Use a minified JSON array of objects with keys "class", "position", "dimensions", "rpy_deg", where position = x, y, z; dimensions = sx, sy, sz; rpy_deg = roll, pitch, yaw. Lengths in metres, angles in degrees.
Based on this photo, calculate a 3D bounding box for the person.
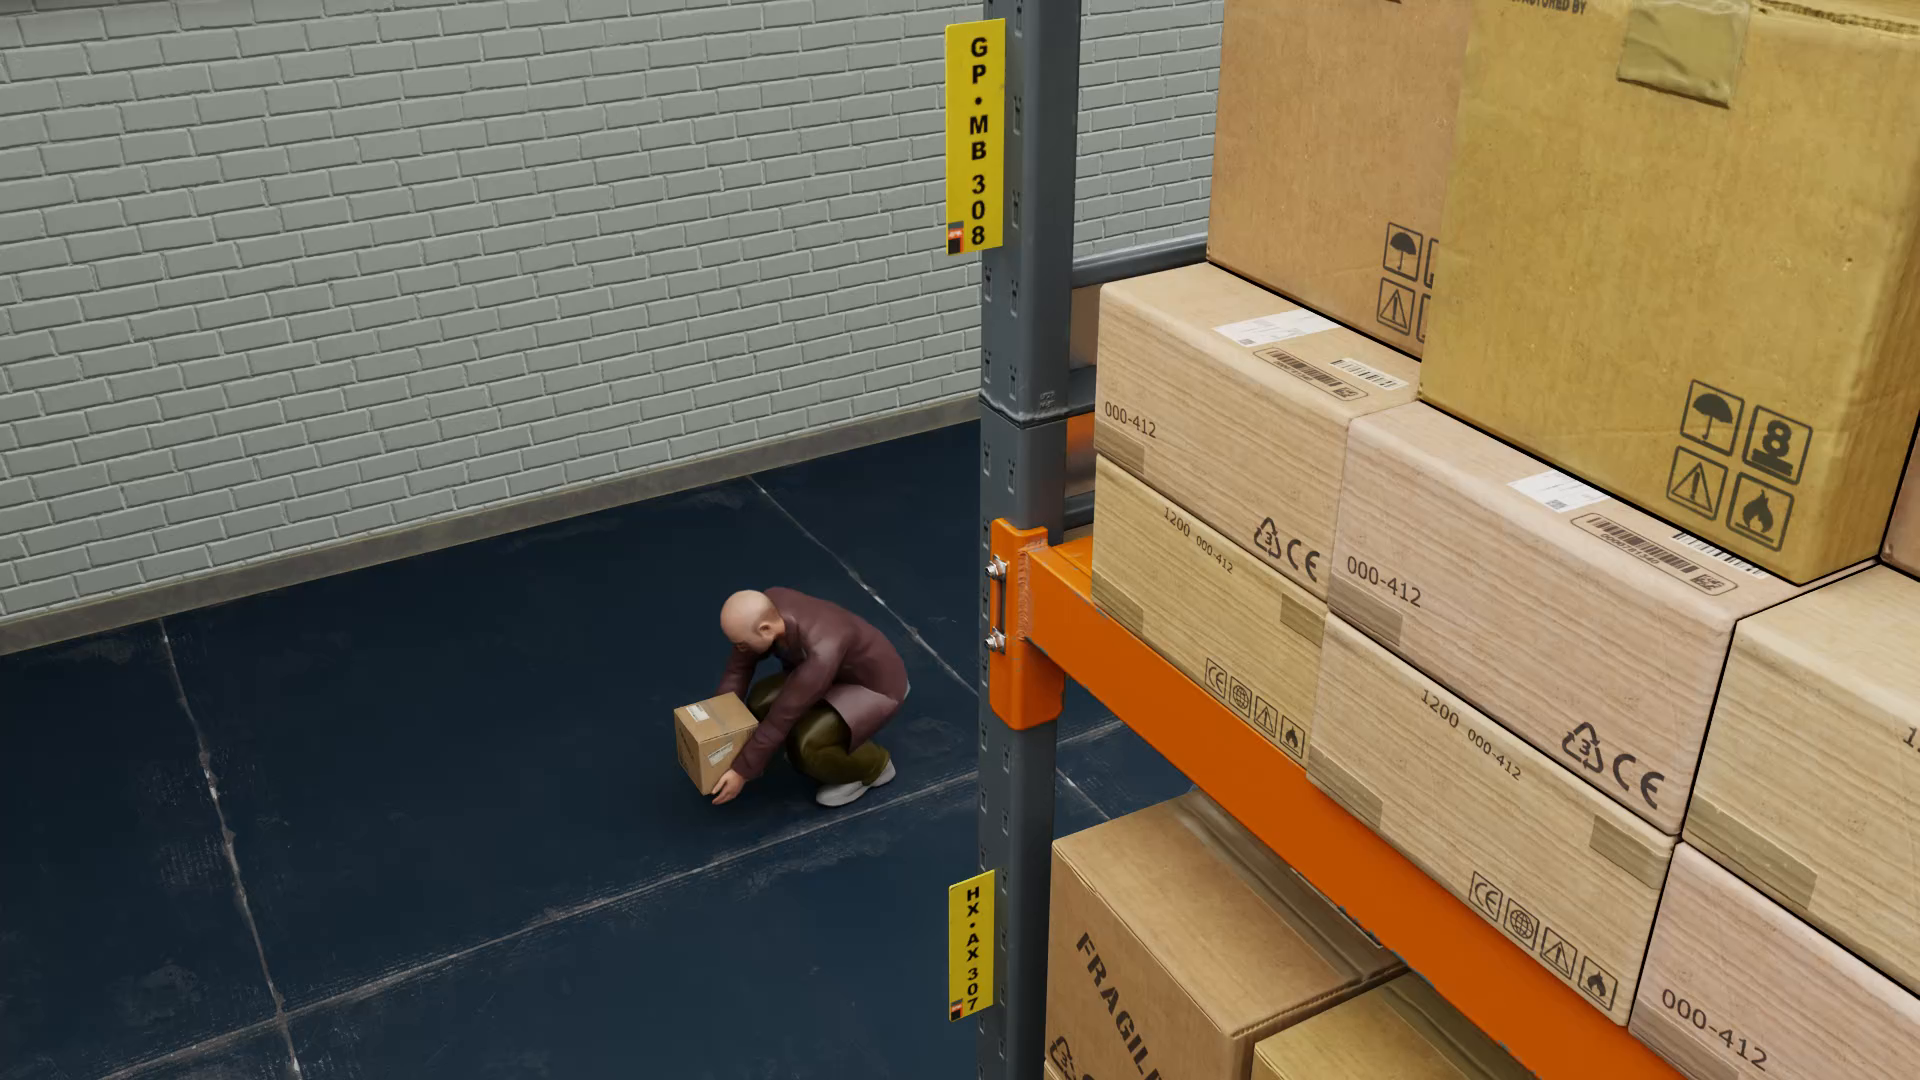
[{"class":"person","position":[-0.619,0.550,6.457],"dimensions":[0.902,0.995,0.590],"rpy_deg":[-16,32,-27]}]
